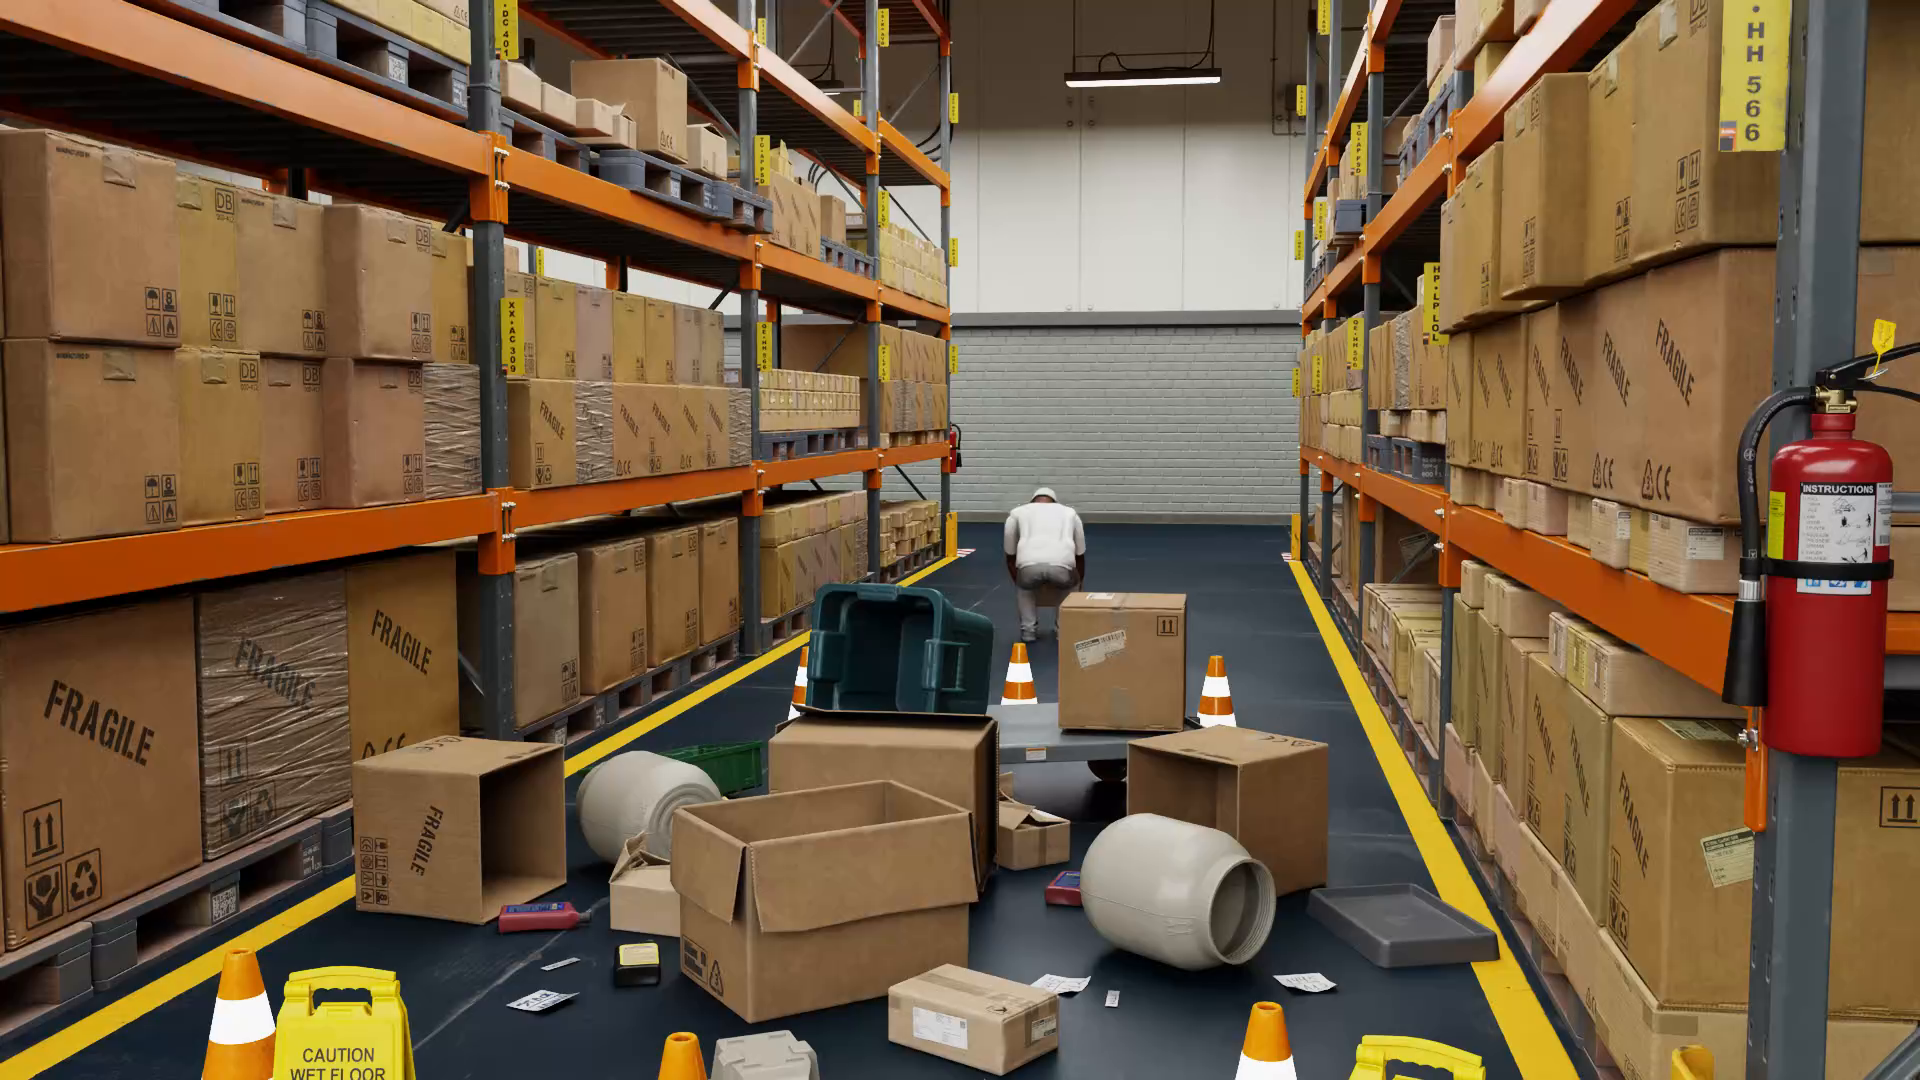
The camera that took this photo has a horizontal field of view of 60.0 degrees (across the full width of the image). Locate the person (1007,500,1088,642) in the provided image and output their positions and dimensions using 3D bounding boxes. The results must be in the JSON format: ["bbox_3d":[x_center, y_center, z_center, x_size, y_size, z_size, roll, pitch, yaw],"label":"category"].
[{"bbox_3d":[0.627,0.222,12.167,0.593,0.995,0.878,1,4,9],"label":"person"}]
